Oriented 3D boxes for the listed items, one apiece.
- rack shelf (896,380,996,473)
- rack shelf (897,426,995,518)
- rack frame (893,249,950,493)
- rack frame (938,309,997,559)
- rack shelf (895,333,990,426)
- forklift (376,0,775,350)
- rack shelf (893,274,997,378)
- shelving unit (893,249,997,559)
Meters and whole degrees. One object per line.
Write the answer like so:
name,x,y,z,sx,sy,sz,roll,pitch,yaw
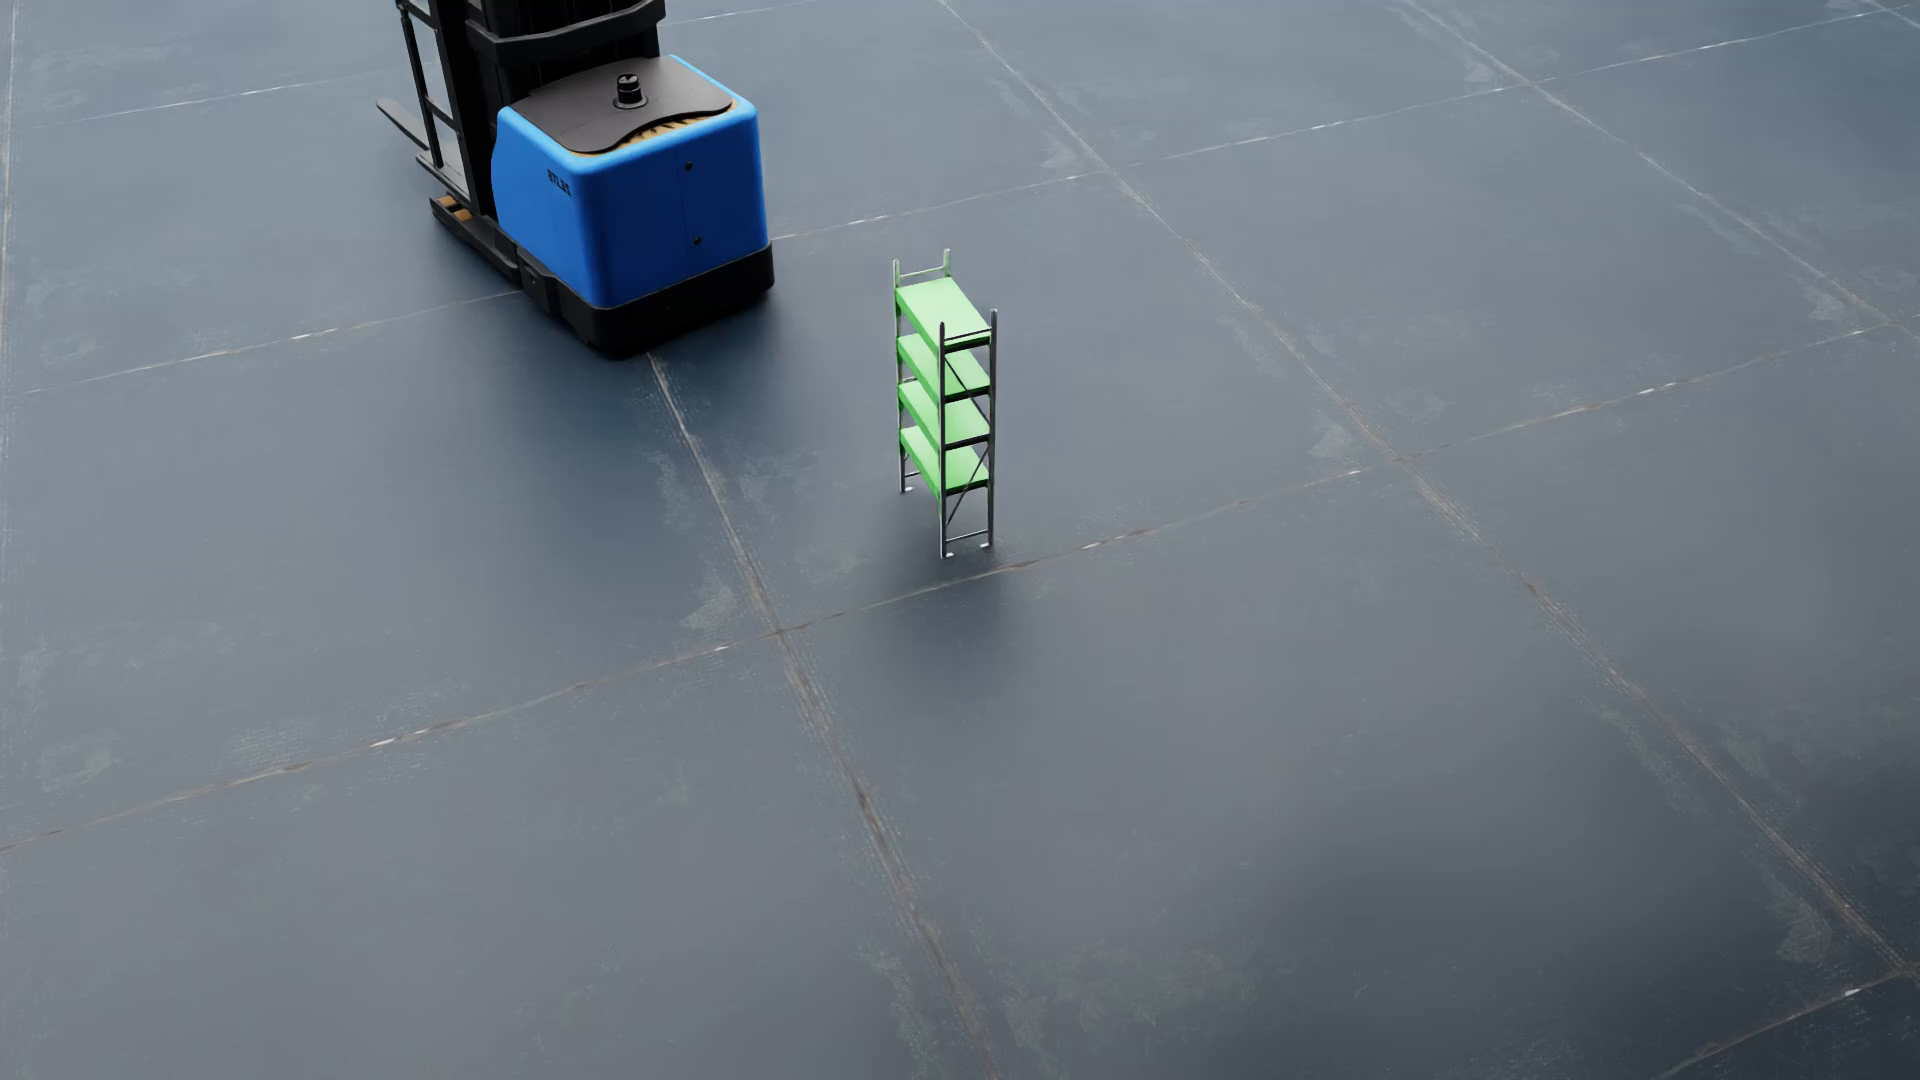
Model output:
rack shelf,-0.063,-0.506,7.016,0.258,0.148,0.480,-15,43,-17
rack shelf,-0.063,-0.324,7.173,0.258,0.148,0.480,-15,43,-17
rack frame,-0.157,-0.702,7.146,0.240,1.200,0.015,-15,43,-17
rack frame,0.030,-0.408,6.804,0.240,1.200,0.015,-15,43,-17
rack shelf,-0.063,-0.688,6.860,0.258,0.148,0.480,-15,43,-17
forklift,-2.290,-2.948,8.430,1.130,2.935,3.031,-28,48,-29
rack shelf,-0.063,-0.870,6.703,0.258,0.148,0.480,-15,43,-17
shelving unit,-0.063,-0.555,6.975,0.258,1.200,0.503,-15,43,-17
